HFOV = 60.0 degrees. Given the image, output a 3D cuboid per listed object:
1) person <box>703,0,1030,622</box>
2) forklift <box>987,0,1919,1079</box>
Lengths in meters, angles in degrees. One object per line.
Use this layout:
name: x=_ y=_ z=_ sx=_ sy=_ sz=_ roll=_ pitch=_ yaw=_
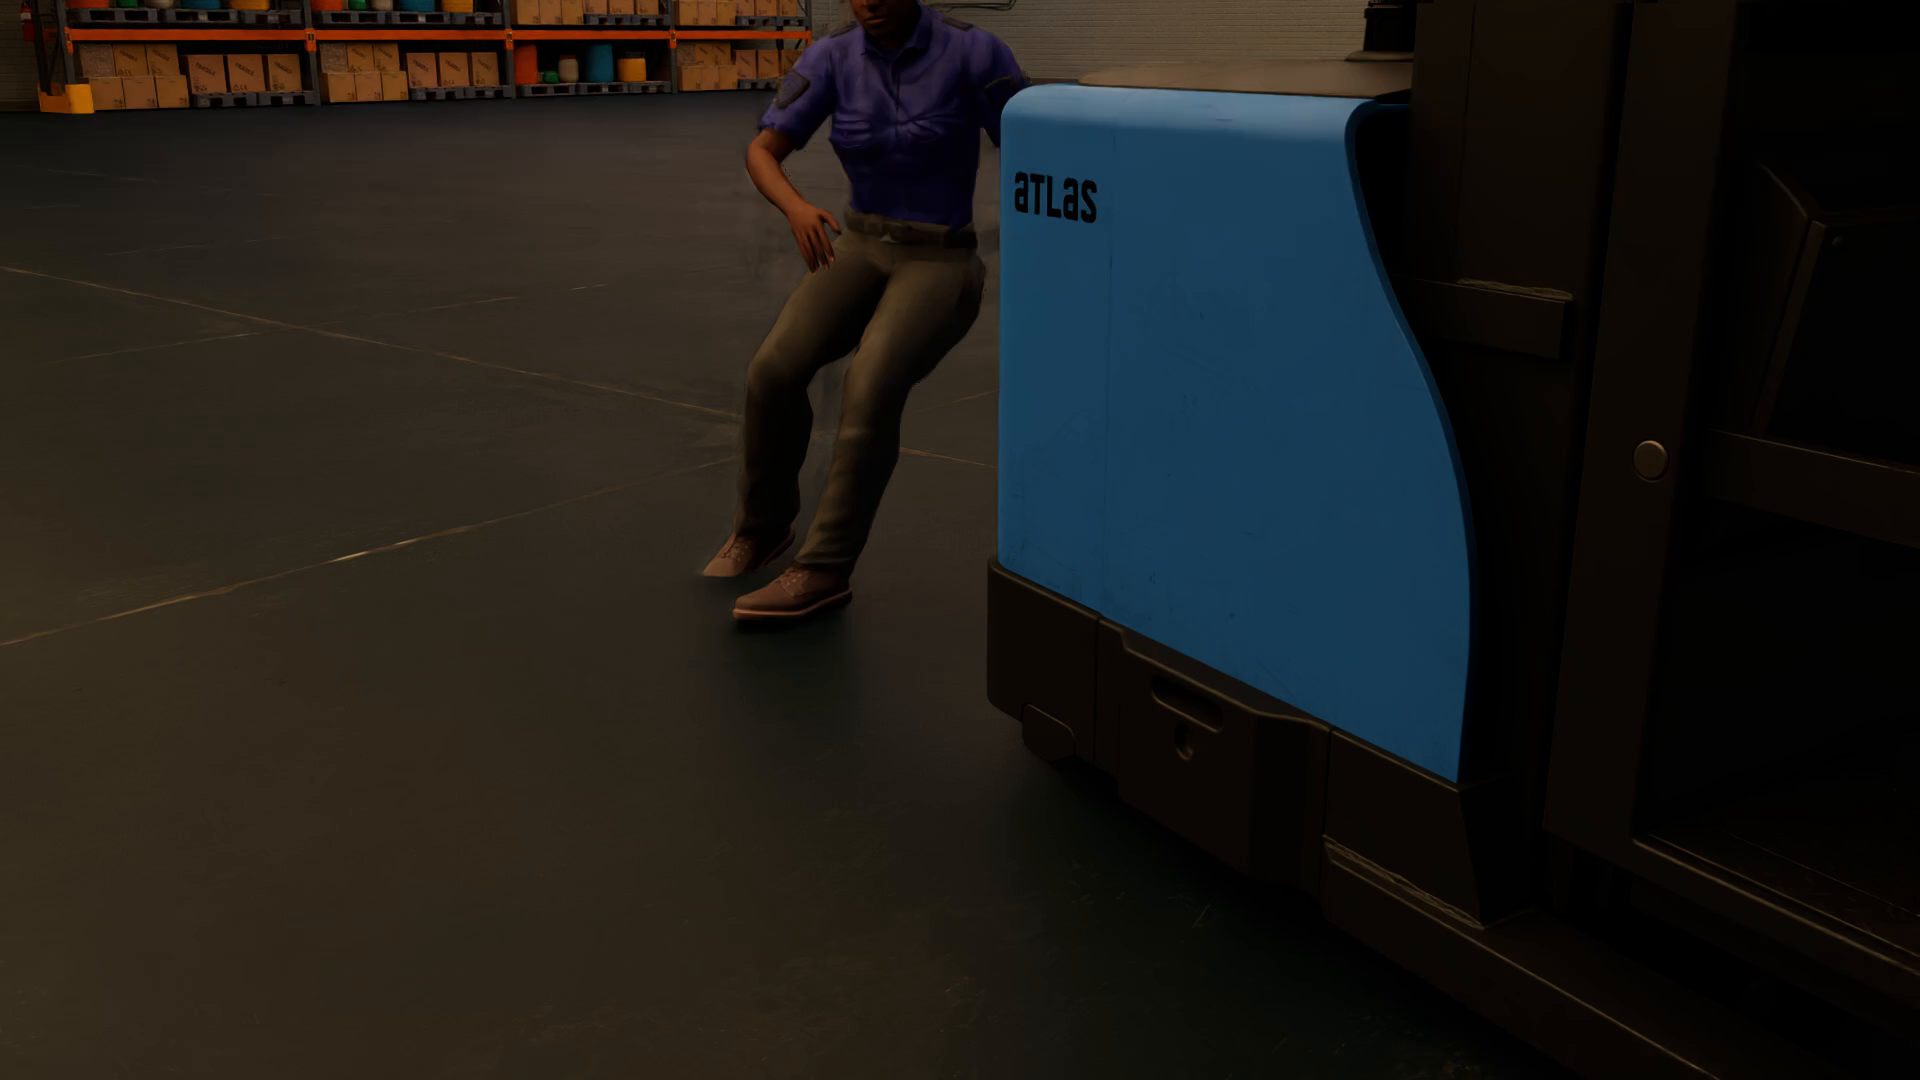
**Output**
person: x=-0.222 y=-0.555 z=3.494 sx=0.727 sy=1.457 sz=0.826 roll=4 pitch=17 yaw=14
forklift: x=1.251 y=-0.787 z=1.488 sx=1.130 sy=2.935 sz=3.031 roll=-10 pitch=20 yaw=-30
